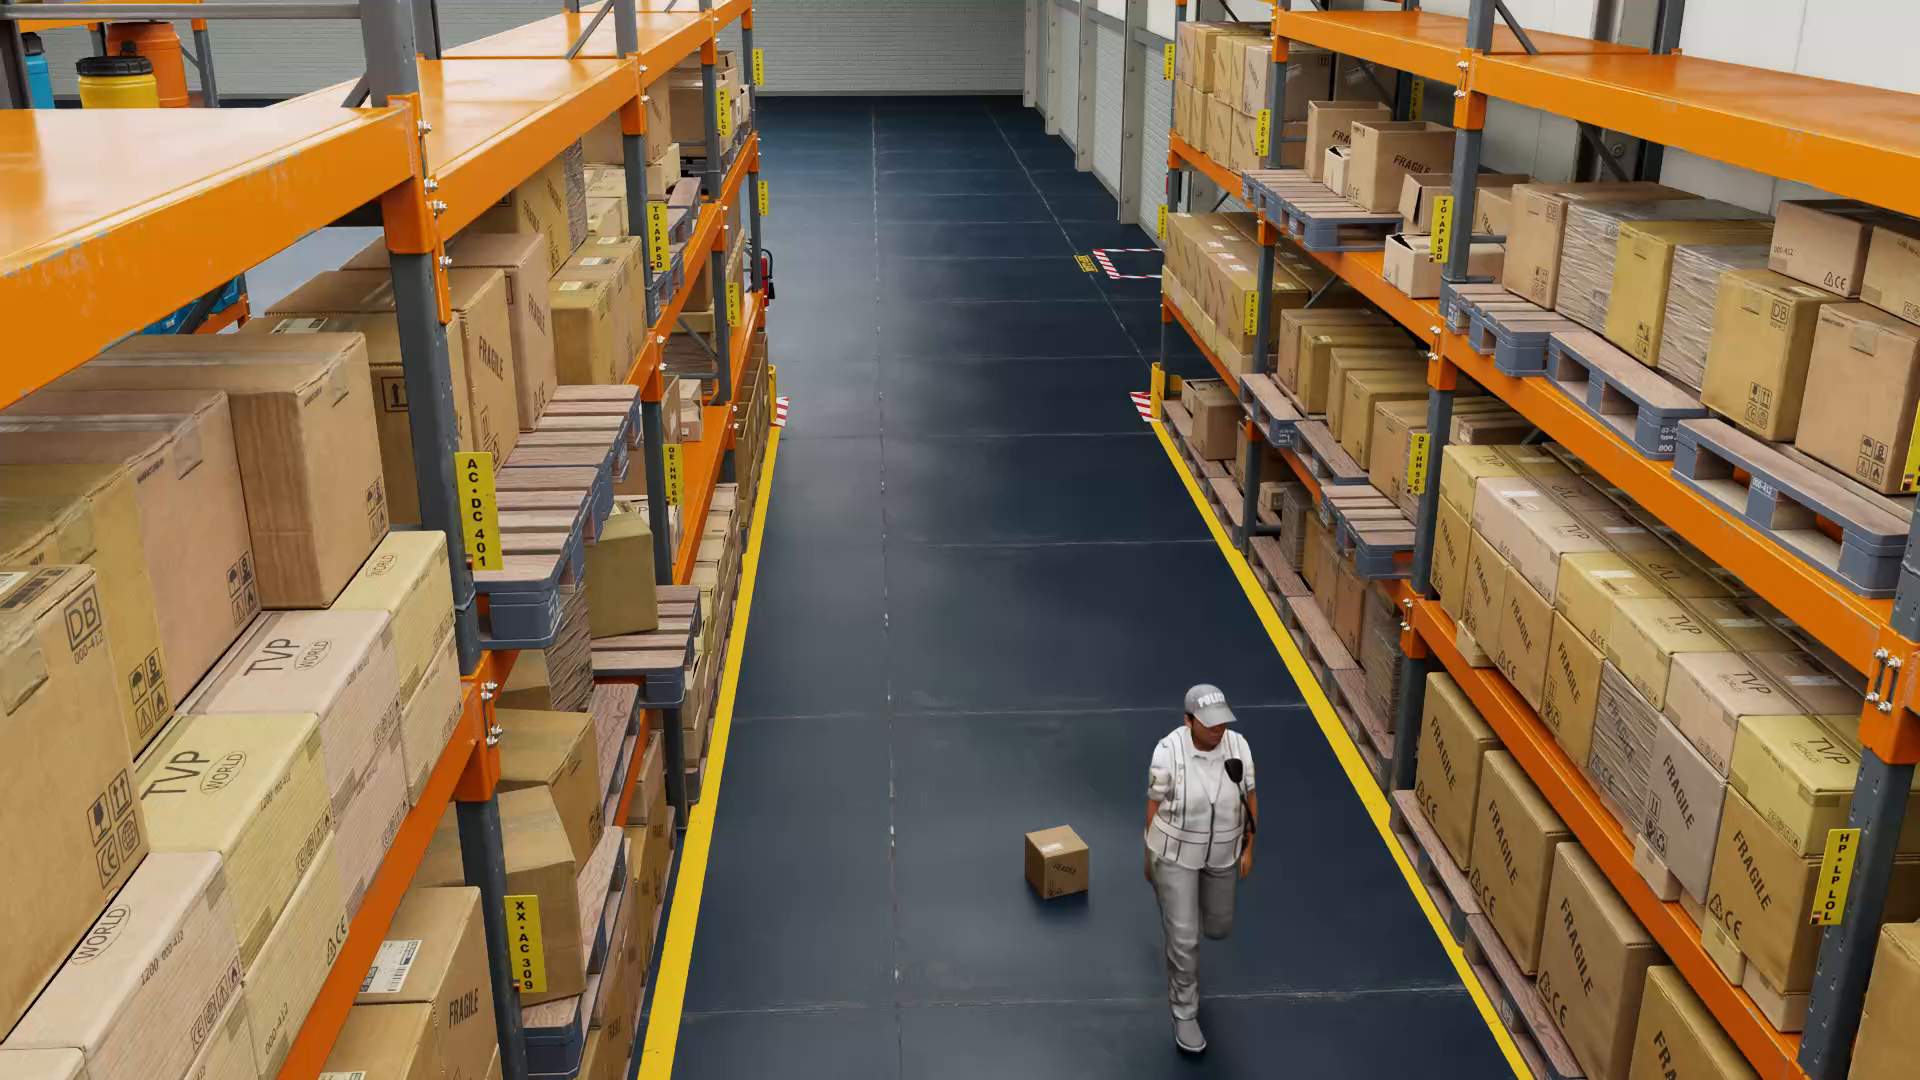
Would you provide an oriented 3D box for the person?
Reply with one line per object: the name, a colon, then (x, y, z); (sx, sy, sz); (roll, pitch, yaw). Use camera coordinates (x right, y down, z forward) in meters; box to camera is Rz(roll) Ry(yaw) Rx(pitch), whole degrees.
person: (1.059, 1.361, 7.408); (0.499, 1.626, 0.809); (-4, 21, -11)
